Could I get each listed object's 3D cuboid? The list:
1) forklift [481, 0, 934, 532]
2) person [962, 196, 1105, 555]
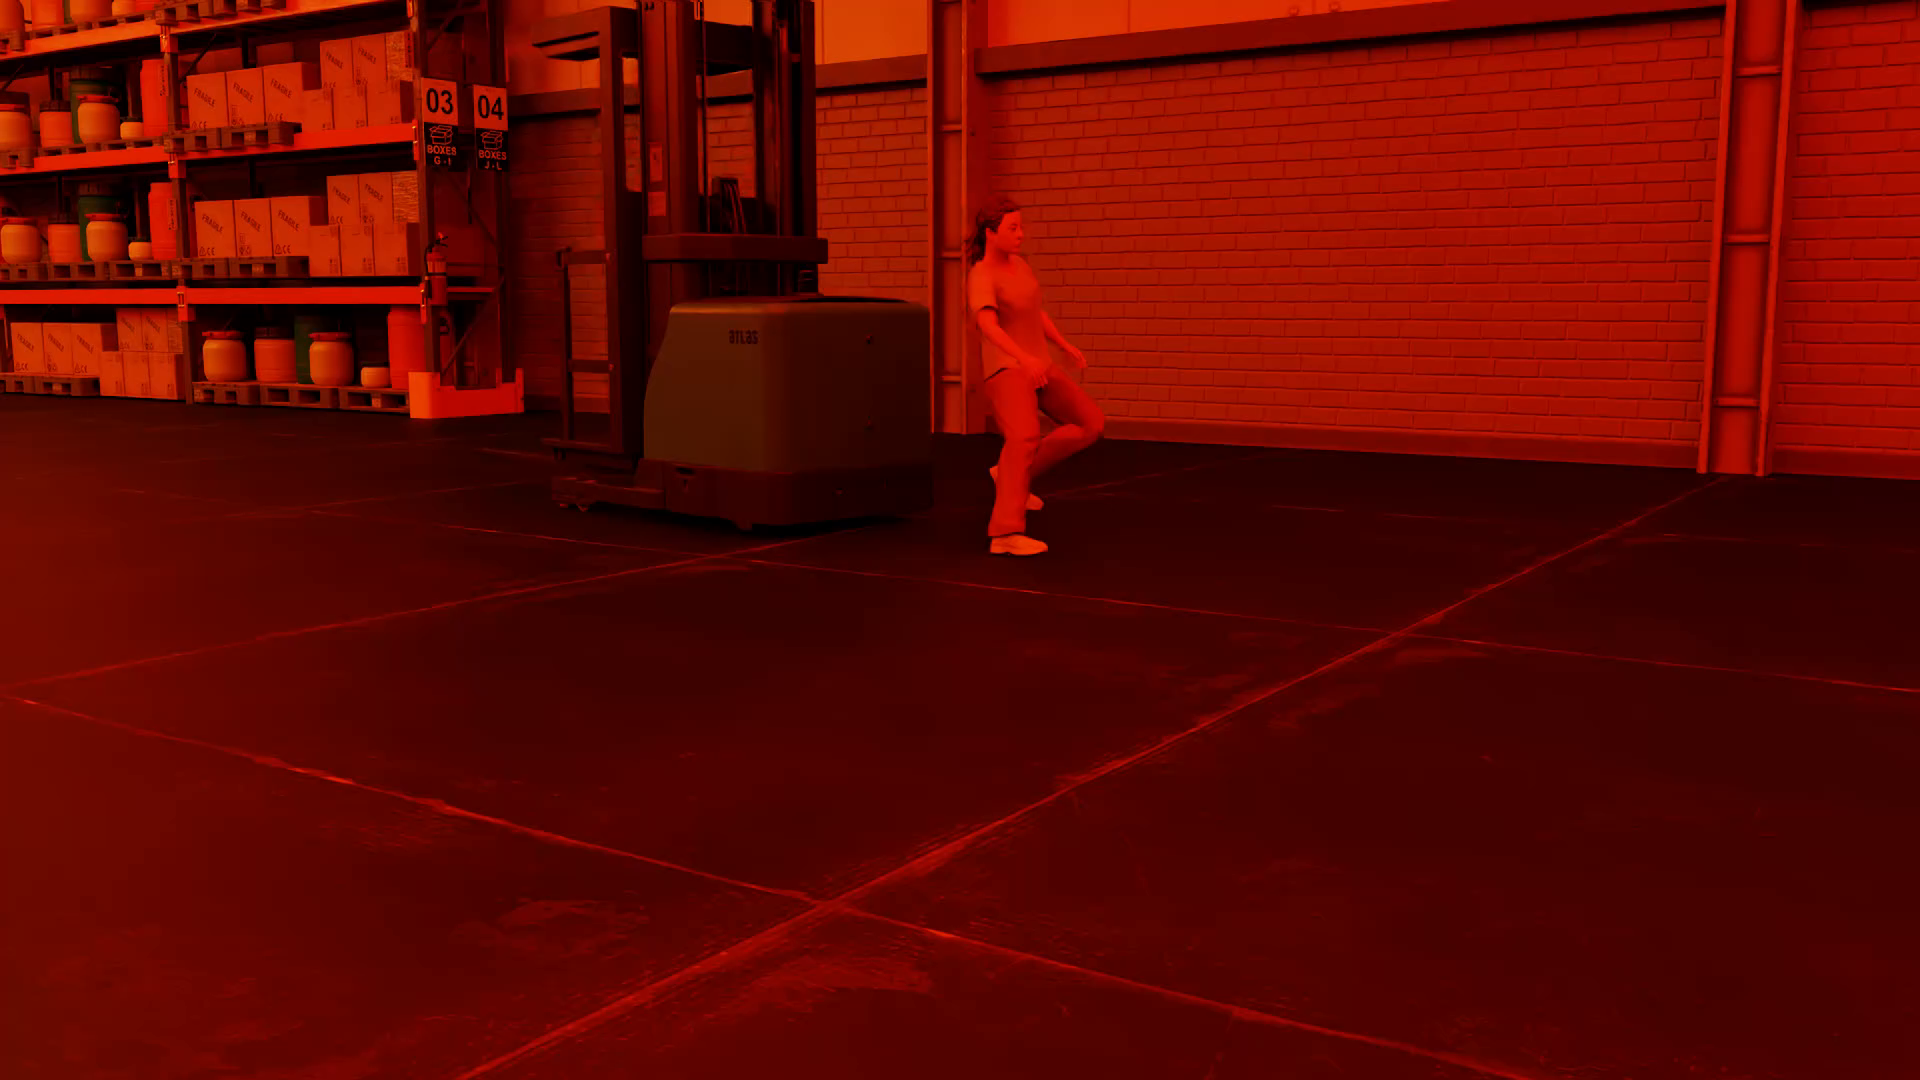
[{"bbox_3d":[-1.518,-1.643,8.750,1.130,2.935,3.031,-8,11,-44],"label":"forklift"},{"bbox_3d":[0.292,-0.742,7.355,0.645,1.534,0.709,6,10,36],"label":"person"}]
